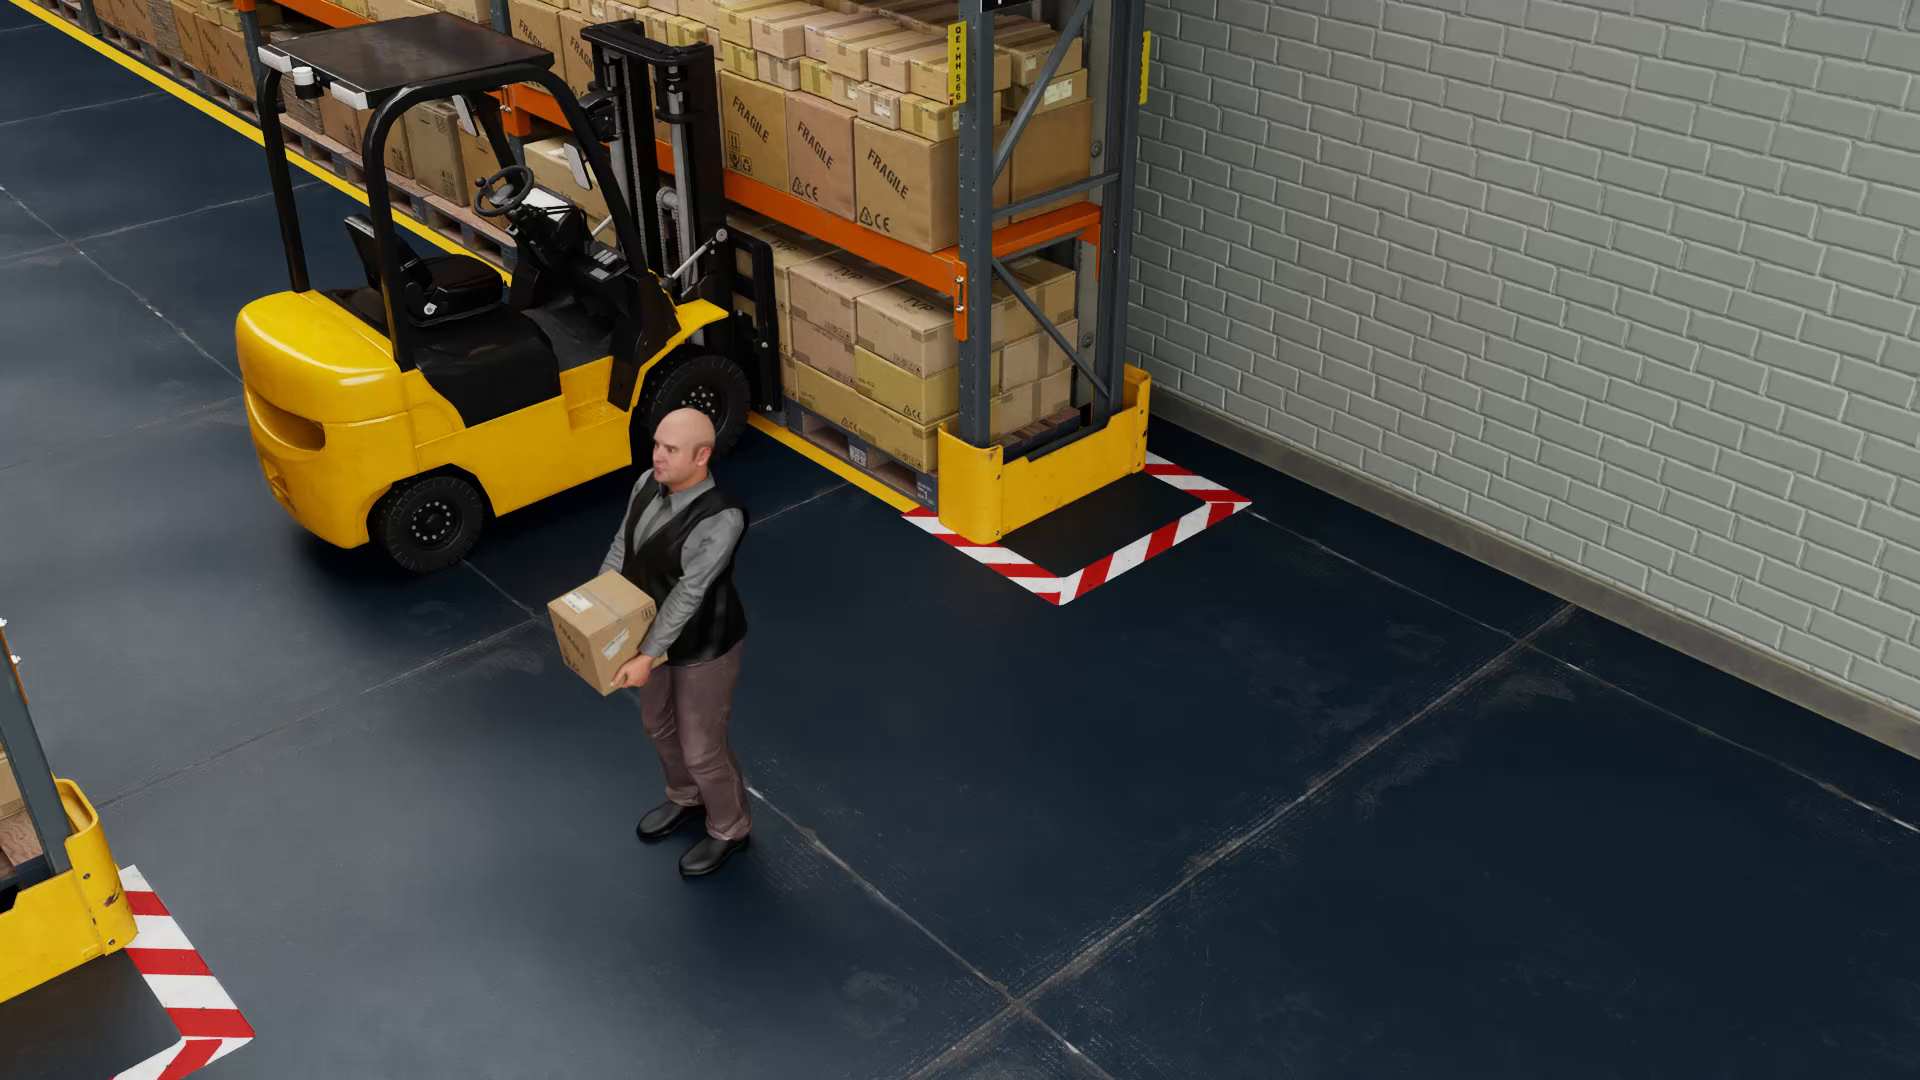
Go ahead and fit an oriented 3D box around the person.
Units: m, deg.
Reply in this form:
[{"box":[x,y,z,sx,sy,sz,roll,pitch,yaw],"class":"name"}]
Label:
[{"box":[-0.985,0.380,5.548,0.543,1.711,0.494,-25,40,-35],"class":"person"}]
